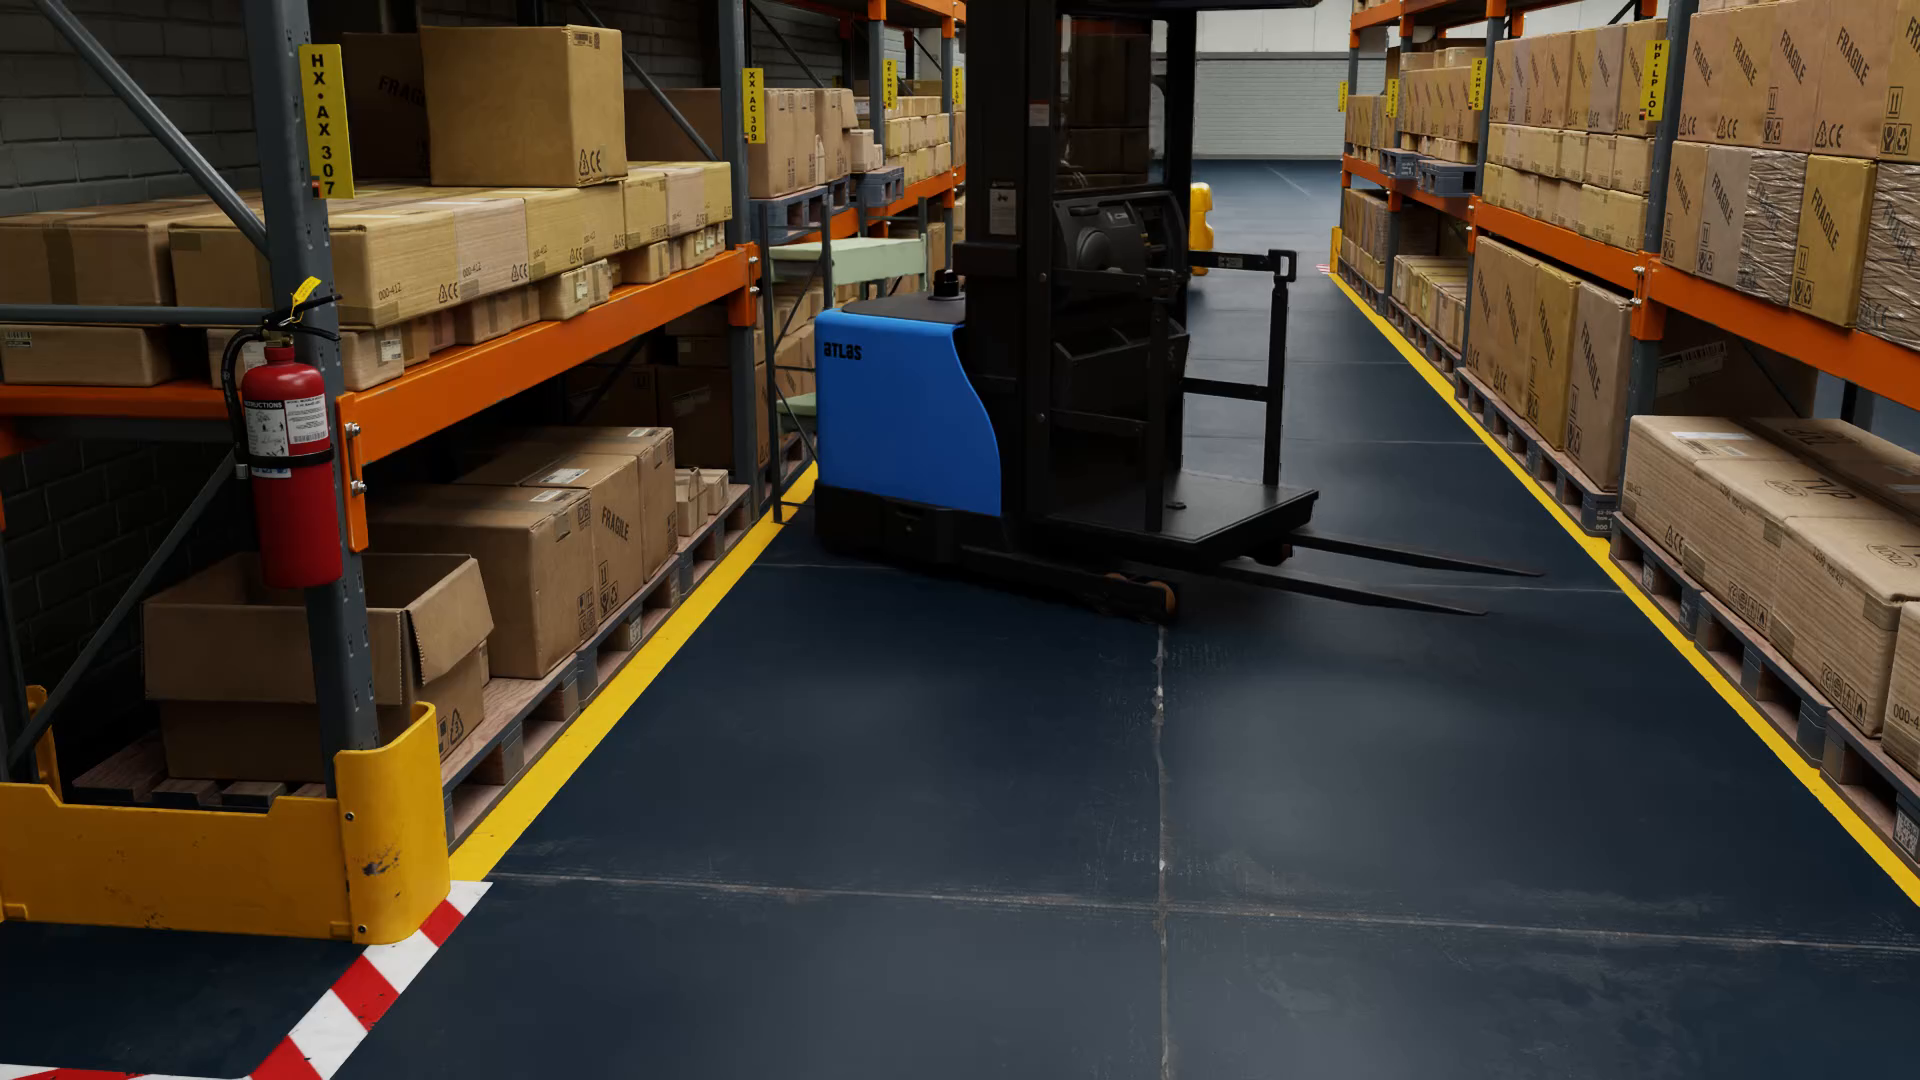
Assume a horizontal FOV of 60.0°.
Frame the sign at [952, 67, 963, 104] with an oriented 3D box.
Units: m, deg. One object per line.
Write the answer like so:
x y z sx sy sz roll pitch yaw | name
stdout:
-0.026 -4.126 15.107 0.100 0.325 0.005 2 15 6 | sign

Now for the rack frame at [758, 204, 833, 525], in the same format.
-0.736 -0.784 7.667 0.400 1.500 0.023 9 17 34 | rack frame

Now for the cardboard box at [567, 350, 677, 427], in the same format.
-1.707 -0.676 8.399 0.500 0.500 0.500 2 15 6 | cardboard box

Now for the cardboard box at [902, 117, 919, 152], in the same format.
-0.590 -3.123 12.794 0.500 0.250 0.500 1 15 5 | cardboard box

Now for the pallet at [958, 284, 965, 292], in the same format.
-0.434 -2.477 16.419 1.003 0.211 1.213 2 15 6 | pallet

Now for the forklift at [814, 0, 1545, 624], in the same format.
0.830 -1.245 6.651 3.031 2.935 1.130 11 19 36 | forklift

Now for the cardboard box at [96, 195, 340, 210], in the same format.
-2.072 -0.838 4.733 0.500 0.250 0.500 2 15 6 | cardboard box

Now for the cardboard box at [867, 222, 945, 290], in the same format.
-0.614 -2.539 15.051 0.875 0.625 0.625 2 15 9 | cardboard box

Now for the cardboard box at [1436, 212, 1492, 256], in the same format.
4.701 -2.856 15.503 0.500 0.500 0.500 2 15 9 | cardboard box

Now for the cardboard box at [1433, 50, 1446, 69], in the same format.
3.942 -3.785 13.103 0.380 0.149 0.250 3 15 9 | cardboard box

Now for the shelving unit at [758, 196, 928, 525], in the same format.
-0.526 -0.862 7.956 0.431 1.500 0.755 9 17 34 | shelving unit

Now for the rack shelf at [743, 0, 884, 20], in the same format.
-1.243 -3.163 9.245 1.077 0.370 4.000 2 15 6 | rack shelf

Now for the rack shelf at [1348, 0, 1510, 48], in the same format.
4.592 -5.093 16.381 1.077 0.370 4.000 2 15 6 | rack shelf

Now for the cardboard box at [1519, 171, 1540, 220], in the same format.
3.505 -1.974 9.504 0.500 0.250 0.500 2 15 8 | cardboard box

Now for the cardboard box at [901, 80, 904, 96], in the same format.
-0.744 -4.348 15.991 0.380 0.149 0.250 2 15 6 | cardboard box

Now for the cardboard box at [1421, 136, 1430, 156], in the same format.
3.816 -3.083 12.995 0.380 0.149 0.250 2 15 8 | cardboard box

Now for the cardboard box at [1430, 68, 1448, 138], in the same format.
3.794 -3.222 12.264 0.500 0.500 0.500 1 15 2 | cardboard box

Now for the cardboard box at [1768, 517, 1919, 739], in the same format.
3.083 0.261 5.052 0.875 0.438 0.875 2 15 8 | cardboard box

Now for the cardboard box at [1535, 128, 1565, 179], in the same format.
3.414 -2.086 8.961 0.500 0.250 0.500 2 15 7 | cardboard box

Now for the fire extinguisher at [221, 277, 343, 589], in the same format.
-1.477 -0.237 3.655 0.296 0.674 0.183 2 15 6 | fire extinguisher

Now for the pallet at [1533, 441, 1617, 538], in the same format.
3.476 -0.255 8.199 1.003 0.211 1.213 2 15 6 | pallet

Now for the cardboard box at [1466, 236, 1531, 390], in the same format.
3.755 -1.436 10.493 0.875 0.875 0.875 2 15 6 | cardboard box

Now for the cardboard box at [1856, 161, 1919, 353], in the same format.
2.924 -0.805 4.703 0.500 0.500 0.500 2 15 8 | cardboard box

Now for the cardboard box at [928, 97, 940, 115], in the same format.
-0.373 -3.683 14.102 0.380 0.149 0.250 1 15 5 | cardboard box

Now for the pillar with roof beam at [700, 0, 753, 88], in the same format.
2.512 -5.715 11.557 9.100 9.000 0.400 2 15 6 | pillar with roof beam

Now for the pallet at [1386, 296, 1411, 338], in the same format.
4.280 -1.925 14.377 1.003 0.211 1.213 2 15 6 | pallet

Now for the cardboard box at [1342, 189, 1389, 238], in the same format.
4.450 -3.541 18.037 0.500 0.500 0.500 1 15 4 | cardboard box

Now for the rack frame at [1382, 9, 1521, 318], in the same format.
4.367 -3.473 14.760 1.000 3.000 0.127 2 15 6 | rack frame

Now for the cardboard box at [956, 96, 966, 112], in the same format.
-0.138 -4.252 16.207 0.380 0.149 0.250 2 15 7 | cardboard box

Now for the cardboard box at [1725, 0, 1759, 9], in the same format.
3.157 -2.101 6.337 0.380 0.149 0.250 2 15 7 | cardboard box

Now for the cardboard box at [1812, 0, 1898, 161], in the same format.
2.978 -1.419 5.056 0.500 0.500 0.500 2 15 6 | cardboard box

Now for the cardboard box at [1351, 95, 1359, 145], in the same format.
4.434 -4.453 17.624 0.500 0.500 0.500 2 15 8 | cardboard box

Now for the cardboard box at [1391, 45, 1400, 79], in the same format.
4.913 -4.915 17.416 0.700 0.500 0.500 2 15 7 | cardboard box

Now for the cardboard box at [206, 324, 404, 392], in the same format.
-1.610 -0.462 4.105 0.380 0.149 0.250 2 15 6 | cardboard box

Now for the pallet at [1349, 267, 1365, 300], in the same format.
4.542 -2.620 16.946 1.003 0.211 1.213 2 15 6 | pallet

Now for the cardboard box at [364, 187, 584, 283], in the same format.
-1.490 -0.949 5.144 0.500 0.250 0.500 1 15 5 | cardboard box

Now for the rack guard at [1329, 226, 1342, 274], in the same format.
4.809 -3.284 18.850 1.175 0.500 0.348 2 15 6 | rack guard

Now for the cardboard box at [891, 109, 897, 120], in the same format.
-0.660 -3.086 11.893 0.380 0.149 0.250 2 15 7 | cardboard box

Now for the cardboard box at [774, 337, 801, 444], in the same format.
-1.140 -0.797 8.847 0.500 0.500 0.500 1 15 6 | cardboard box

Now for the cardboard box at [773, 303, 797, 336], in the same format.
-1.109 -1.214 9.147 0.380 0.149 0.250 2 15 6 | cardboard box

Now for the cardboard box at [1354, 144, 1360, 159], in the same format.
4.375 -4.111 17.599 0.380 0.149 0.250 2 15 7 | cardboard box

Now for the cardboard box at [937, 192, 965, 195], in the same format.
-0.020 -3.490 17.371 0.500 0.250 0.500 1 15 5 | cardboard box

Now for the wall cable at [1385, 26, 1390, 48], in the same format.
13.374 -17.262 47.745 2.305 6.003 0.169 2 15 6 | wall cable

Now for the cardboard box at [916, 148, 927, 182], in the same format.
-0.551 -3.015 13.353 0.500 0.250 0.500 2 15 8 | cardboard box

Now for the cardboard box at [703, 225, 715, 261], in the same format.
-1.261 -1.264 7.071 0.380 0.149 0.250 2 15 8 | cardboard box

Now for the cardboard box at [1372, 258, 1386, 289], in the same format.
4.166 -2.510 15.661 0.500 0.250 0.500 2 15 9 | cardboard box

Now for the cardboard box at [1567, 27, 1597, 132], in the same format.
3.393 -2.318 8.380 0.500 0.500 0.500 2 15 8 | cardboard box

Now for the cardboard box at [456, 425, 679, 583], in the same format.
-1.504 -0.148 6.446 0.700 0.500 0.500 1 15 4 | cardboard box

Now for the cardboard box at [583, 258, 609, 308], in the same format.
-1.406 -0.864 5.590 0.380 0.149 0.250 2 15 8 | cardboard box

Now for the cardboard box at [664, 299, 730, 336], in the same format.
-1.224 -1.083 8.094 0.380 0.149 0.250 1 15 5 | cardboard box

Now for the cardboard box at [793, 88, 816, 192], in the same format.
-1.133 -2.048 8.492 0.700 0.500 0.500 2 15 7 | cardboard box

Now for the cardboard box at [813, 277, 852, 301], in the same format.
-0.895 -1.616 10.633 0.380 0.149 0.250 1 15 4 | cardboard box
